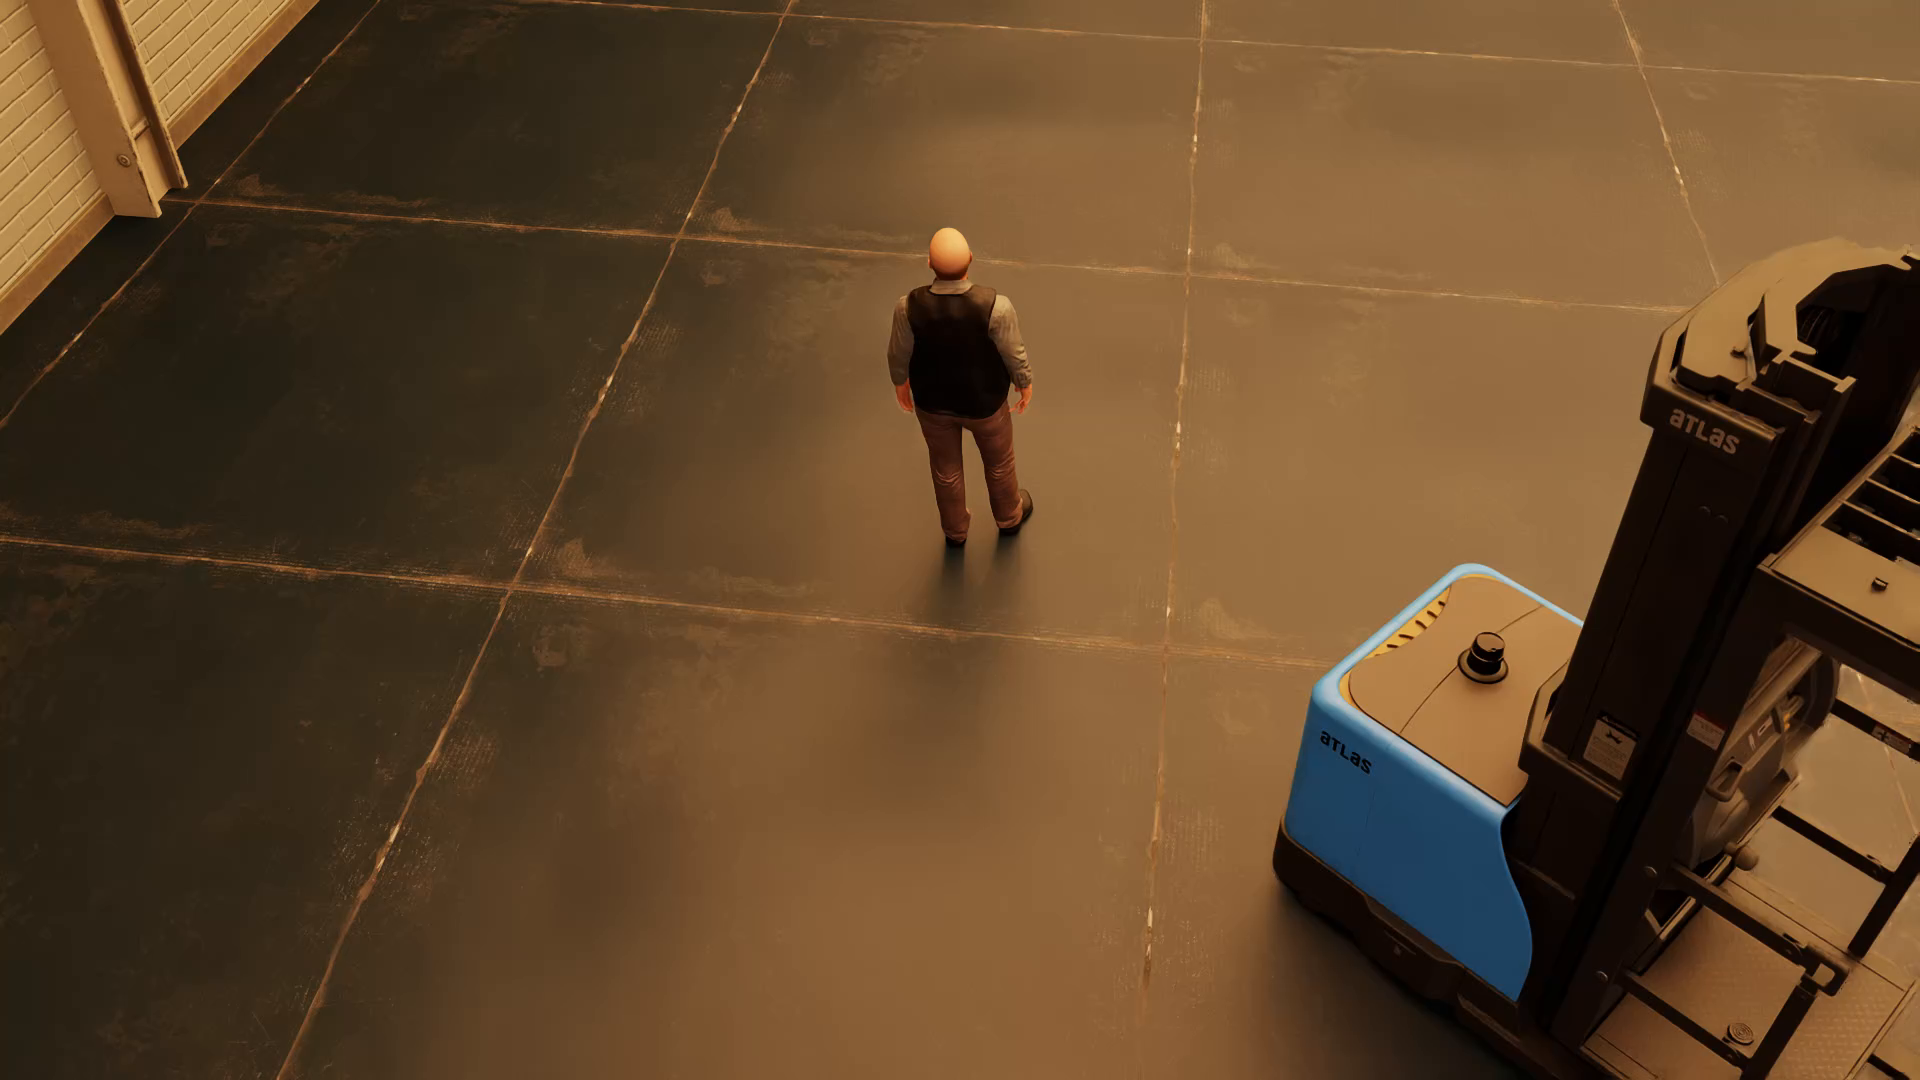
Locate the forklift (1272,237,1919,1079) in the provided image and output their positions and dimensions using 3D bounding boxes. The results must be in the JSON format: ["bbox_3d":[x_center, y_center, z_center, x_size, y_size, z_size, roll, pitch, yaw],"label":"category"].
[{"bbox_3d":[2.587,0.719,4.941,1.130,2.935,3.031,-33,52,-31],"label":"forklift"}]

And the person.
[{"bbox_3d":[0.016,-0.680,7.348,0.632,1.720,0.568,5,43,6],"label":"person"}]
